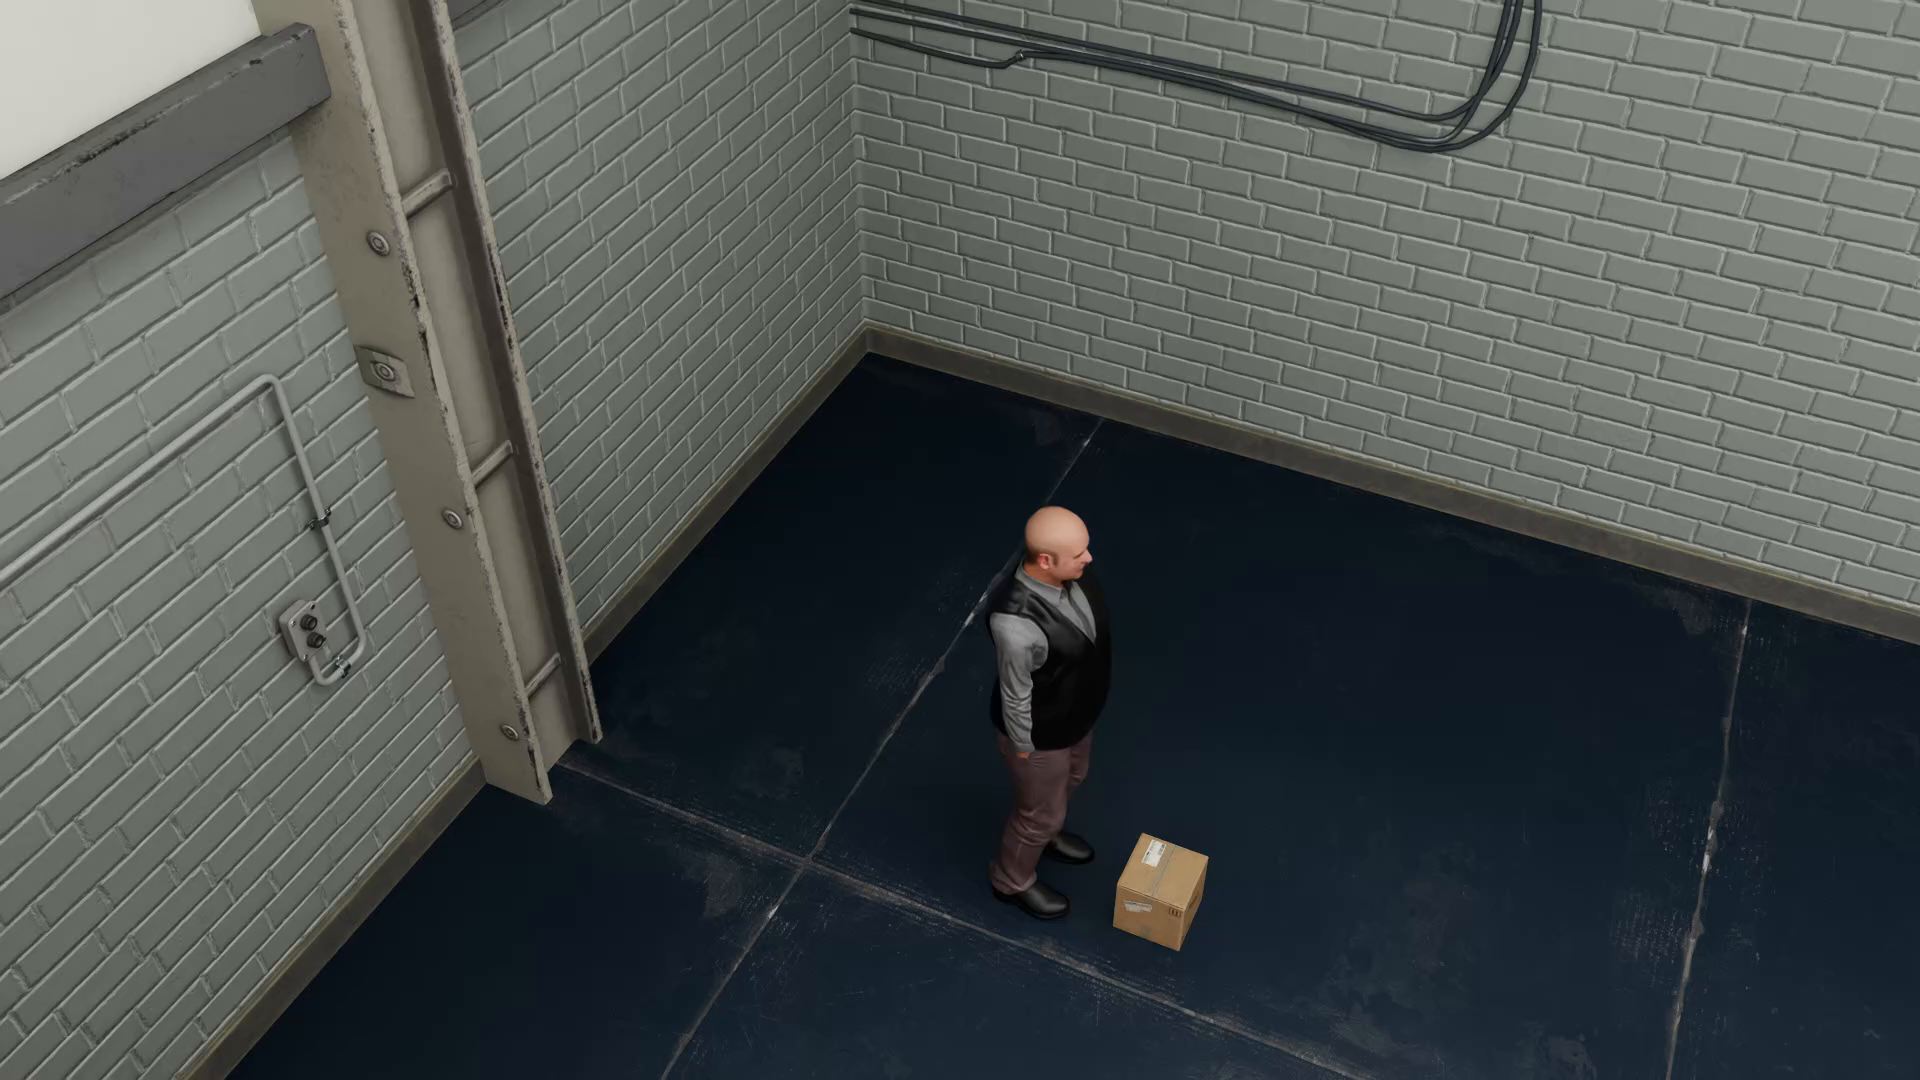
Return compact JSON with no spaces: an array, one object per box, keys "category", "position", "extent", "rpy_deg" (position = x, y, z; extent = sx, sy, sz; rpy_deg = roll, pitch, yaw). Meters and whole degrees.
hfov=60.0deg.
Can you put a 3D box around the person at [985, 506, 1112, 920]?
[{"category":"person","position":[0.303,0.565,5.552],"extent":[0.360,1.716,0.533],"rpy_deg":[18,45,19]}]
